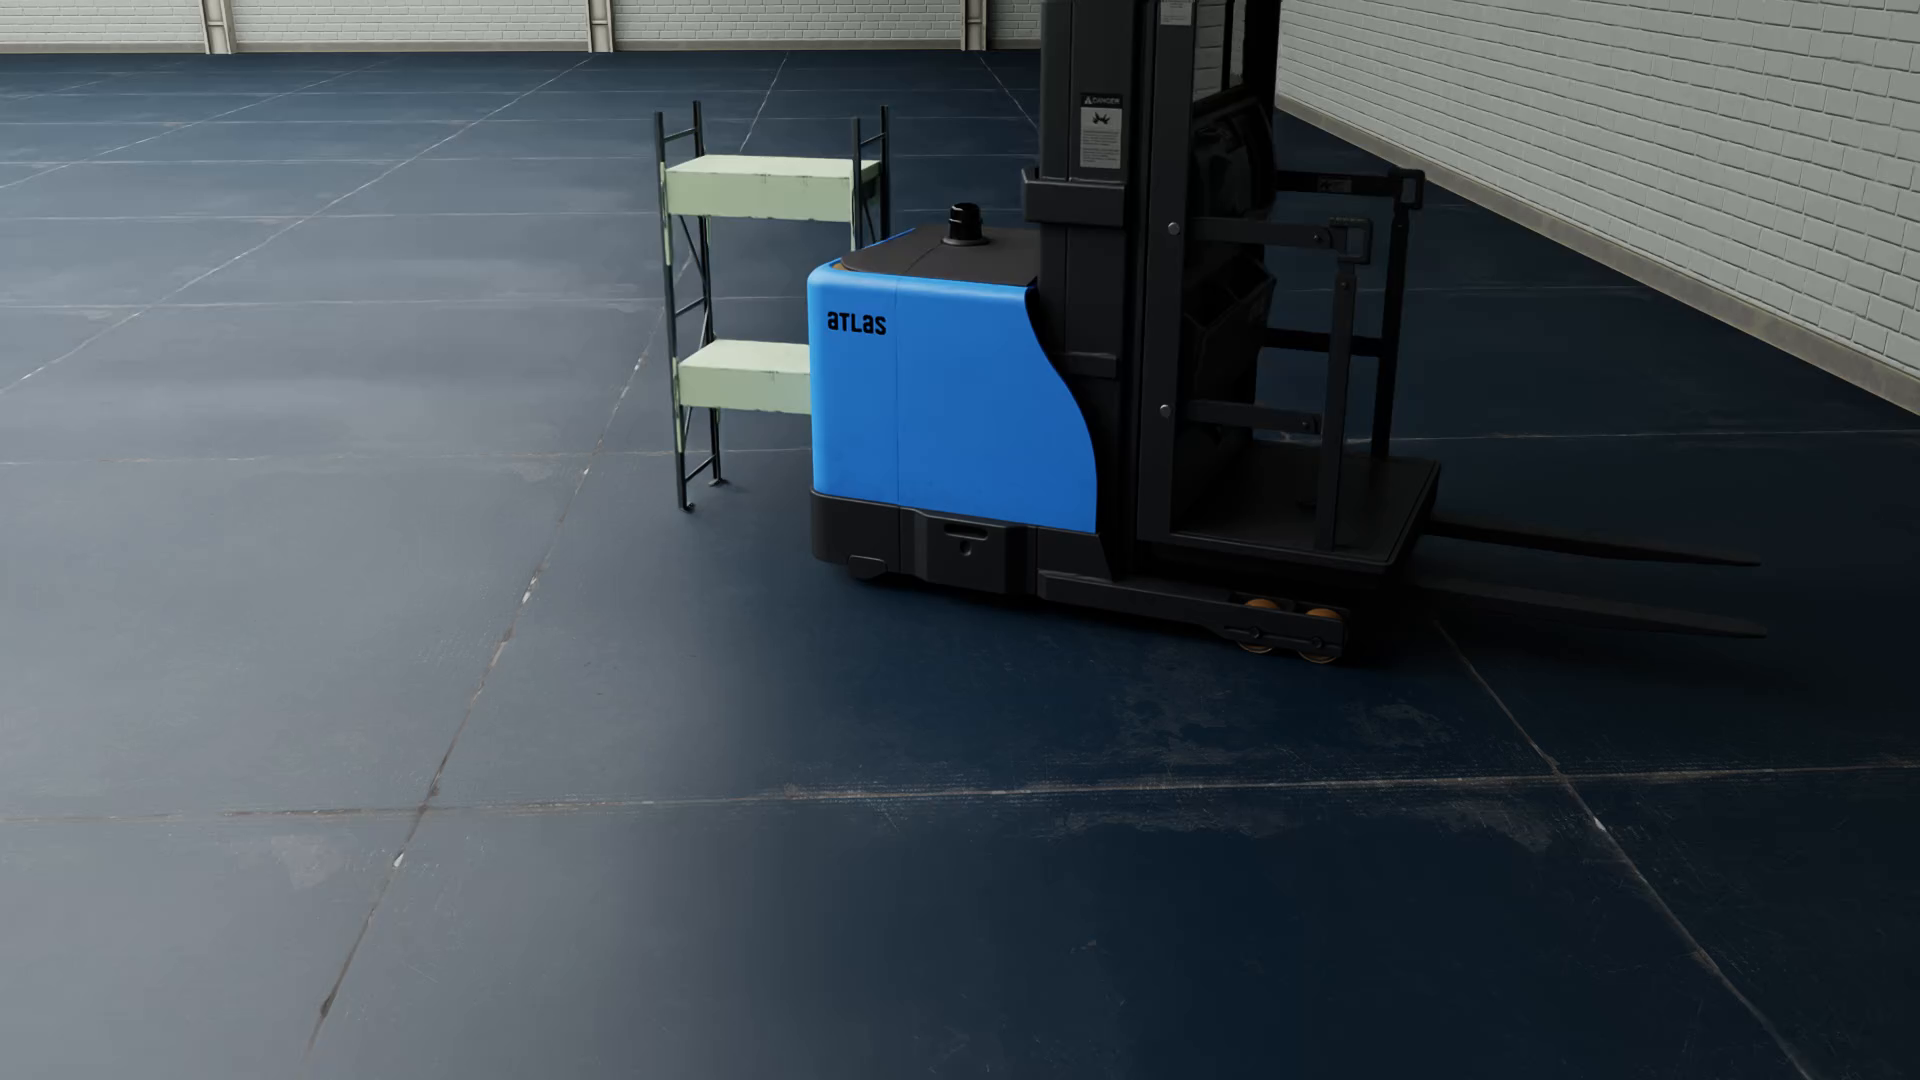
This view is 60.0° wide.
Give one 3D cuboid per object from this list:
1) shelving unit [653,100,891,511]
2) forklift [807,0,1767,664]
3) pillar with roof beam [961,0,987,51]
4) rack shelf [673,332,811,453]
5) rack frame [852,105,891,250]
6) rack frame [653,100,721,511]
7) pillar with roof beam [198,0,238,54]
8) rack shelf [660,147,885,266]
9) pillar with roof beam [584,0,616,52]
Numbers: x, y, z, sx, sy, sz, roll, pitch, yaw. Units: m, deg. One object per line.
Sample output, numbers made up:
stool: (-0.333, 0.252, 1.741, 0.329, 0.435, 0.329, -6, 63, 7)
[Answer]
shelving unit: (-0.673, -0.851, 6.248, 0.755, 1.500, 0.431, 5, 21, 13)
forklift: (1.048, -1.204, 5.163, 3.031, 2.935, 1.130, 9, 22, 21)
pillar with roof beam: (0.466, -10.680, 21.527, 0.400, 9.000, 9.100, -1, 21, -3)
rack shelf: (-0.673, -0.546, 6.364, 0.720, 0.370, 0.431, 5, 21, 13)
rack frame: (-0.317, -0.821, 6.169, 0.023, 1.500, 0.400, 5, 21, 13)
rack frame: (-1.029, -0.881, 6.328, 0.023, 1.500, 0.400, 5, 21, 13)
pillar with roof beam: (-11.515, -10.437, 20.887, 0.400, 9.000, 9.100, -1, 21, -3)
rack shelf: (-0.673, -1.216, 6.110, 0.720, 0.370, 0.431, 5, 21, 13)
pillar with roof beam: (-5.524, -10.559, 21.207, 0.400, 9.000, 9.100, -1, 21, -3)
